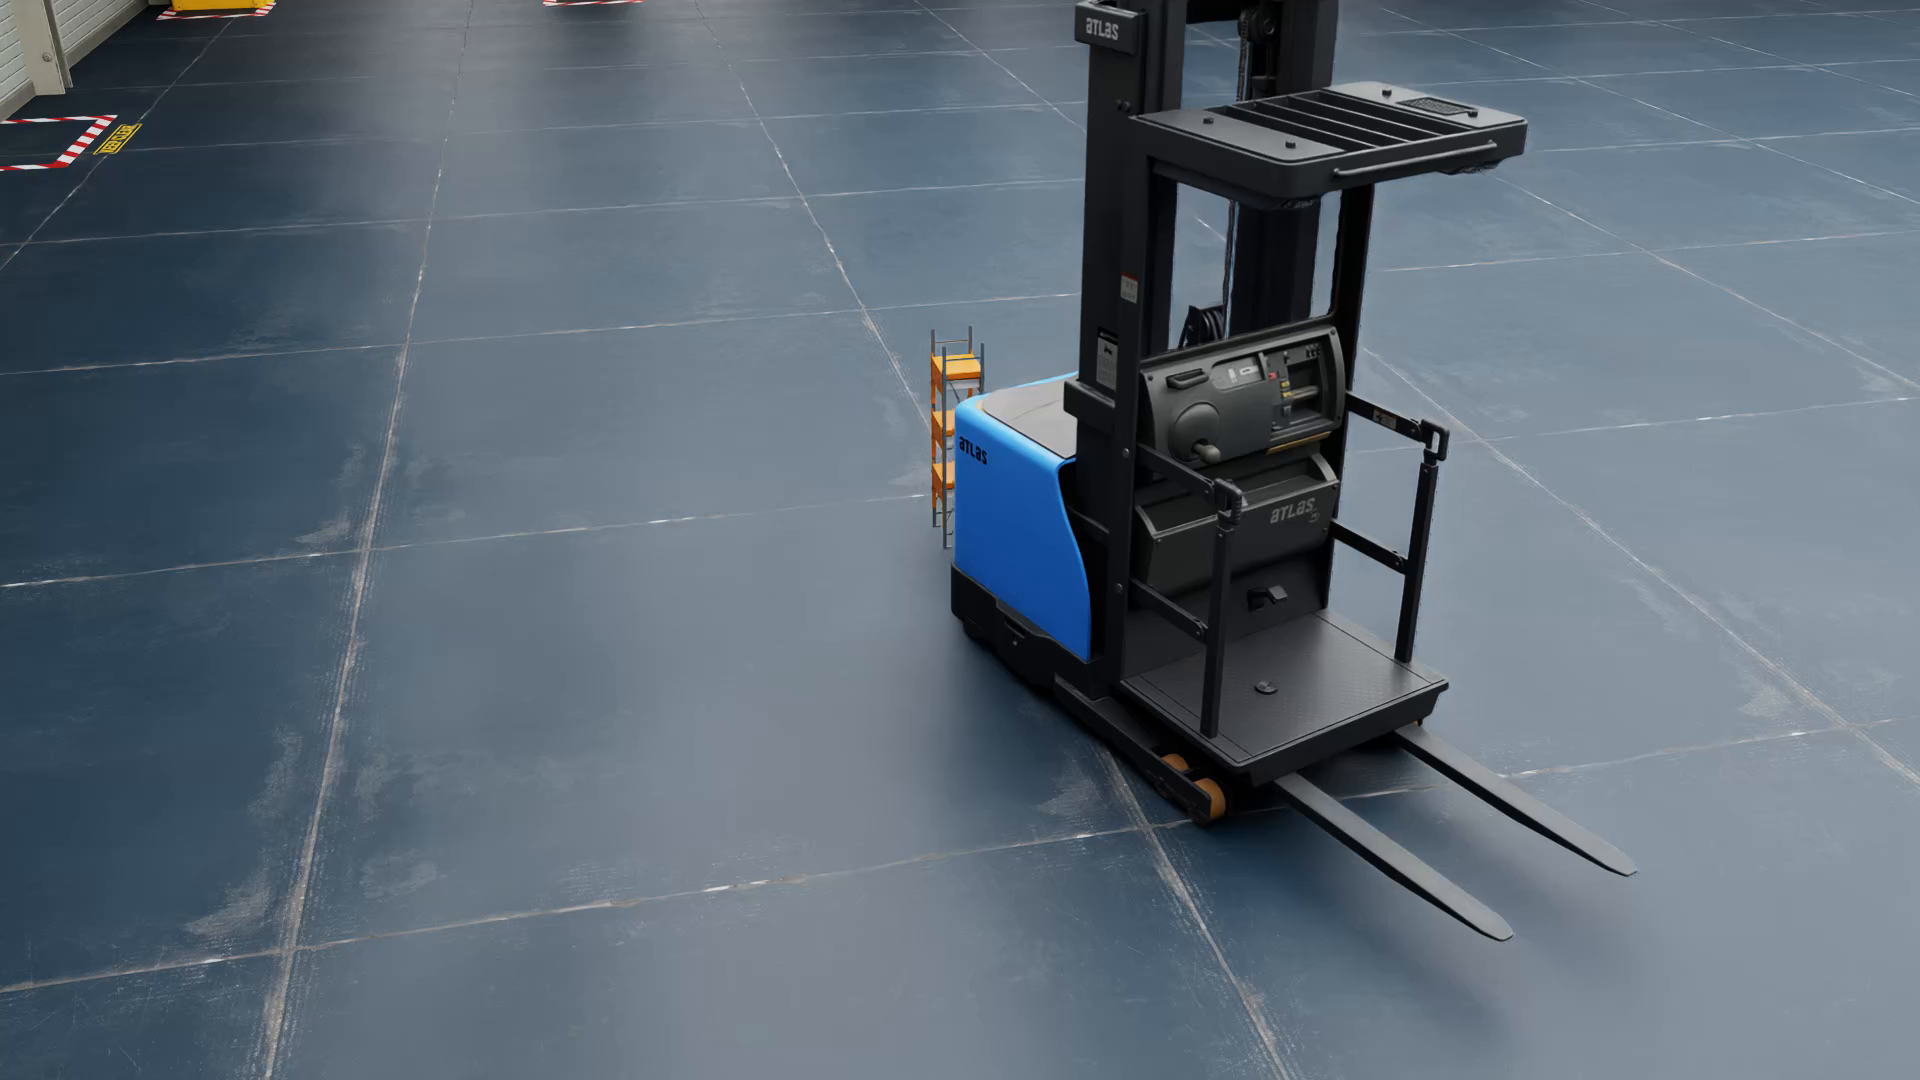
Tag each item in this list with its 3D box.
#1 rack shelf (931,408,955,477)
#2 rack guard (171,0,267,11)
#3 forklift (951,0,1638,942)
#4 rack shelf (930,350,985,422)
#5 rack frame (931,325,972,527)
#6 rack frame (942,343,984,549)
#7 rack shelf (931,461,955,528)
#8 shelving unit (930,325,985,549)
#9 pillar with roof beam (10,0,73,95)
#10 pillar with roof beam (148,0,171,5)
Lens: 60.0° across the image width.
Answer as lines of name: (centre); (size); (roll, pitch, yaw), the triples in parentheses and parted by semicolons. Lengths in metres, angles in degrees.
rack shelf: (-0.012, -0.483, 8.065); (0.215, 0.259, 0.240); (-6, 27, -12)
rack guard: (-10.052, -7.466, 22.488); (1.175, 0.500, 0.348); (-6, 27, -12)
forklift: (1.177, -0.499, 5.986); (1.130, 2.935, 3.031); (-16, 31, -29)
rack shelf: (-0.012, -0.736, 7.937); (0.215, 0.259, 0.240); (-6, 27, -12)
rack frame: (-0.040, -0.546, 8.166); (0.200, 1.050, 0.008); (-6, 27, -12)
rack frame: (0.015, -0.439, 7.954); (0.200, 1.050, 0.008); (-6, 27, -12)
rack shelf: (-0.012, -0.235, 8.190); (0.215, 0.259, 0.240); (-6, 27, -12)
shelving unit: (-0.012, -0.492, 8.060); (0.215, 1.050, 0.252); (-6, 27, -12)
pillar with roof beam: (-5.489, -9.250, 16.589); (9.100, 9.000, 0.400); (-6, 27, -12)
pillar with roof beam: (-6.841, -11.884, 21.808); (9.100, 9.000, 0.400); (-6, 27, -12)
